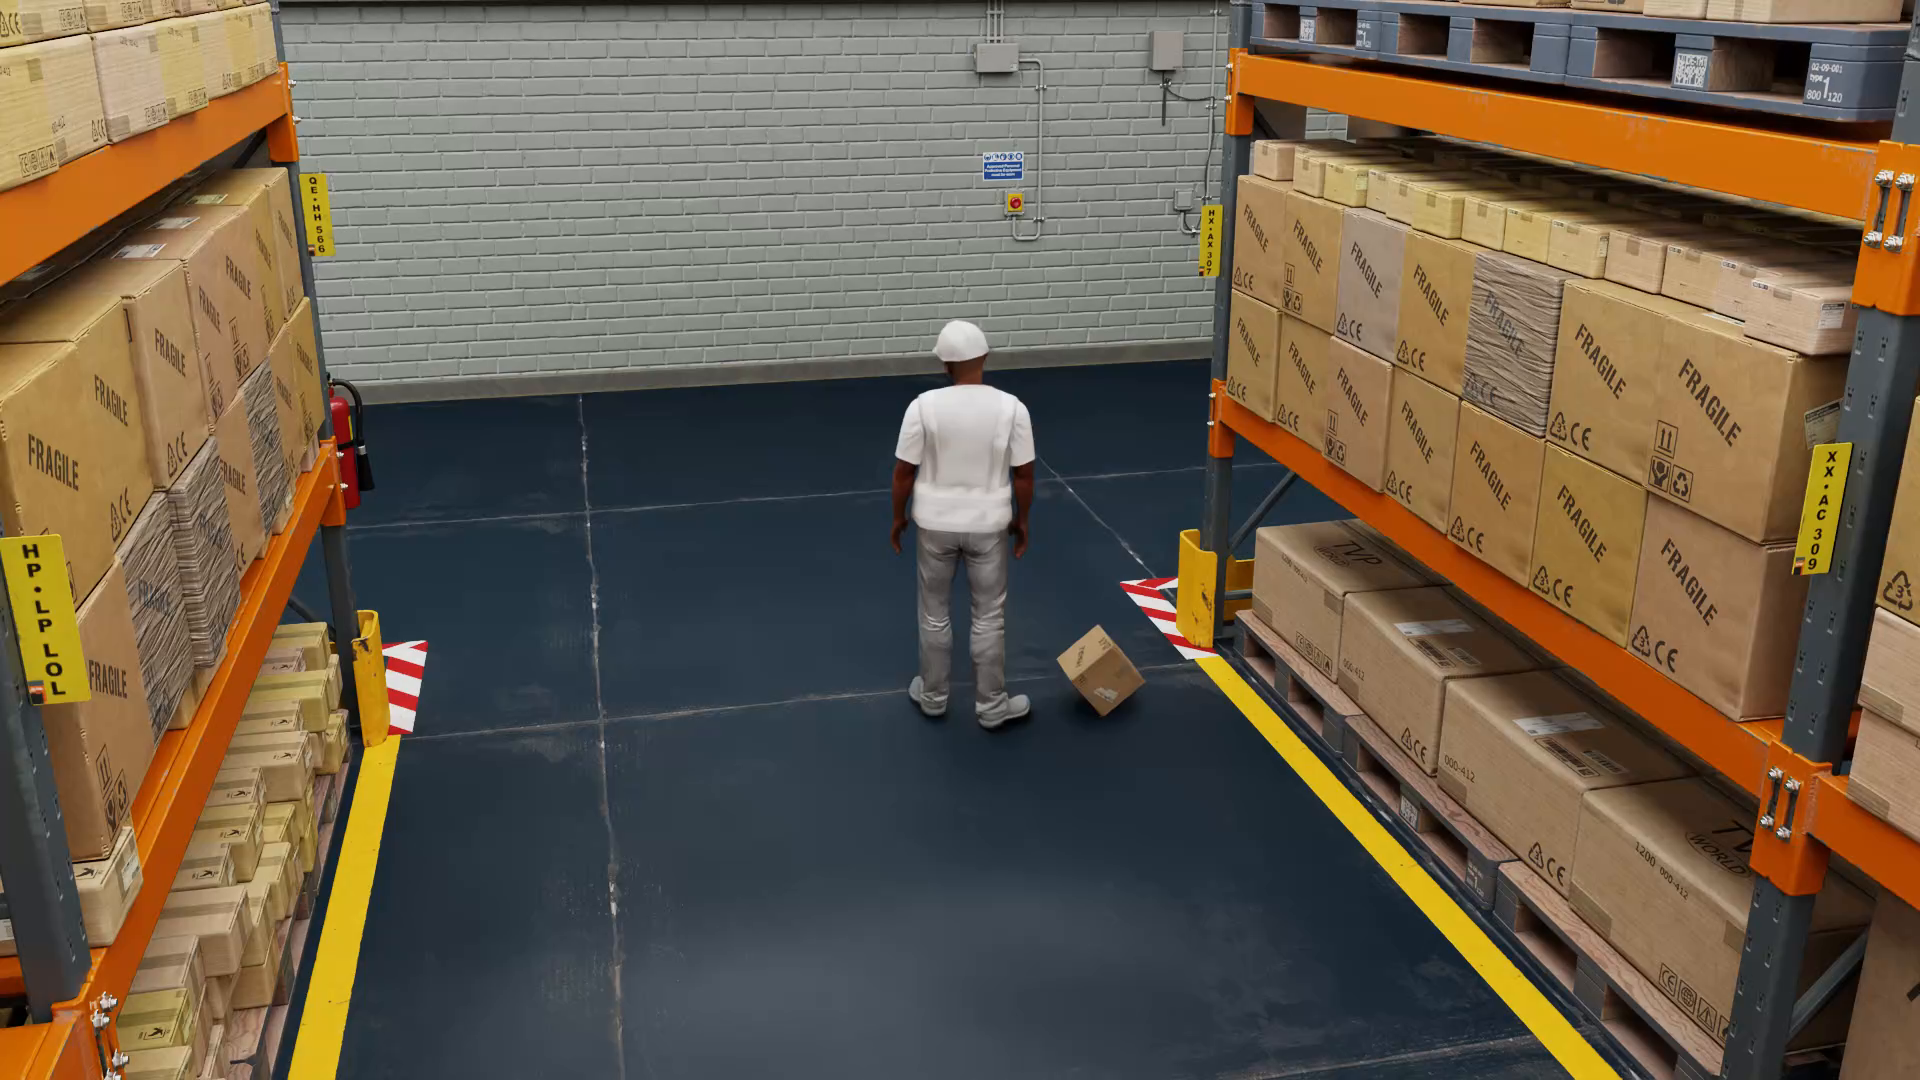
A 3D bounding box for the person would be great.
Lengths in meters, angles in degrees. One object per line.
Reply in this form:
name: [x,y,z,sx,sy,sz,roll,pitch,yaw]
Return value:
person: [0.007,-0.074,7.160,0.624,1.768,0.422,1,20,2]
